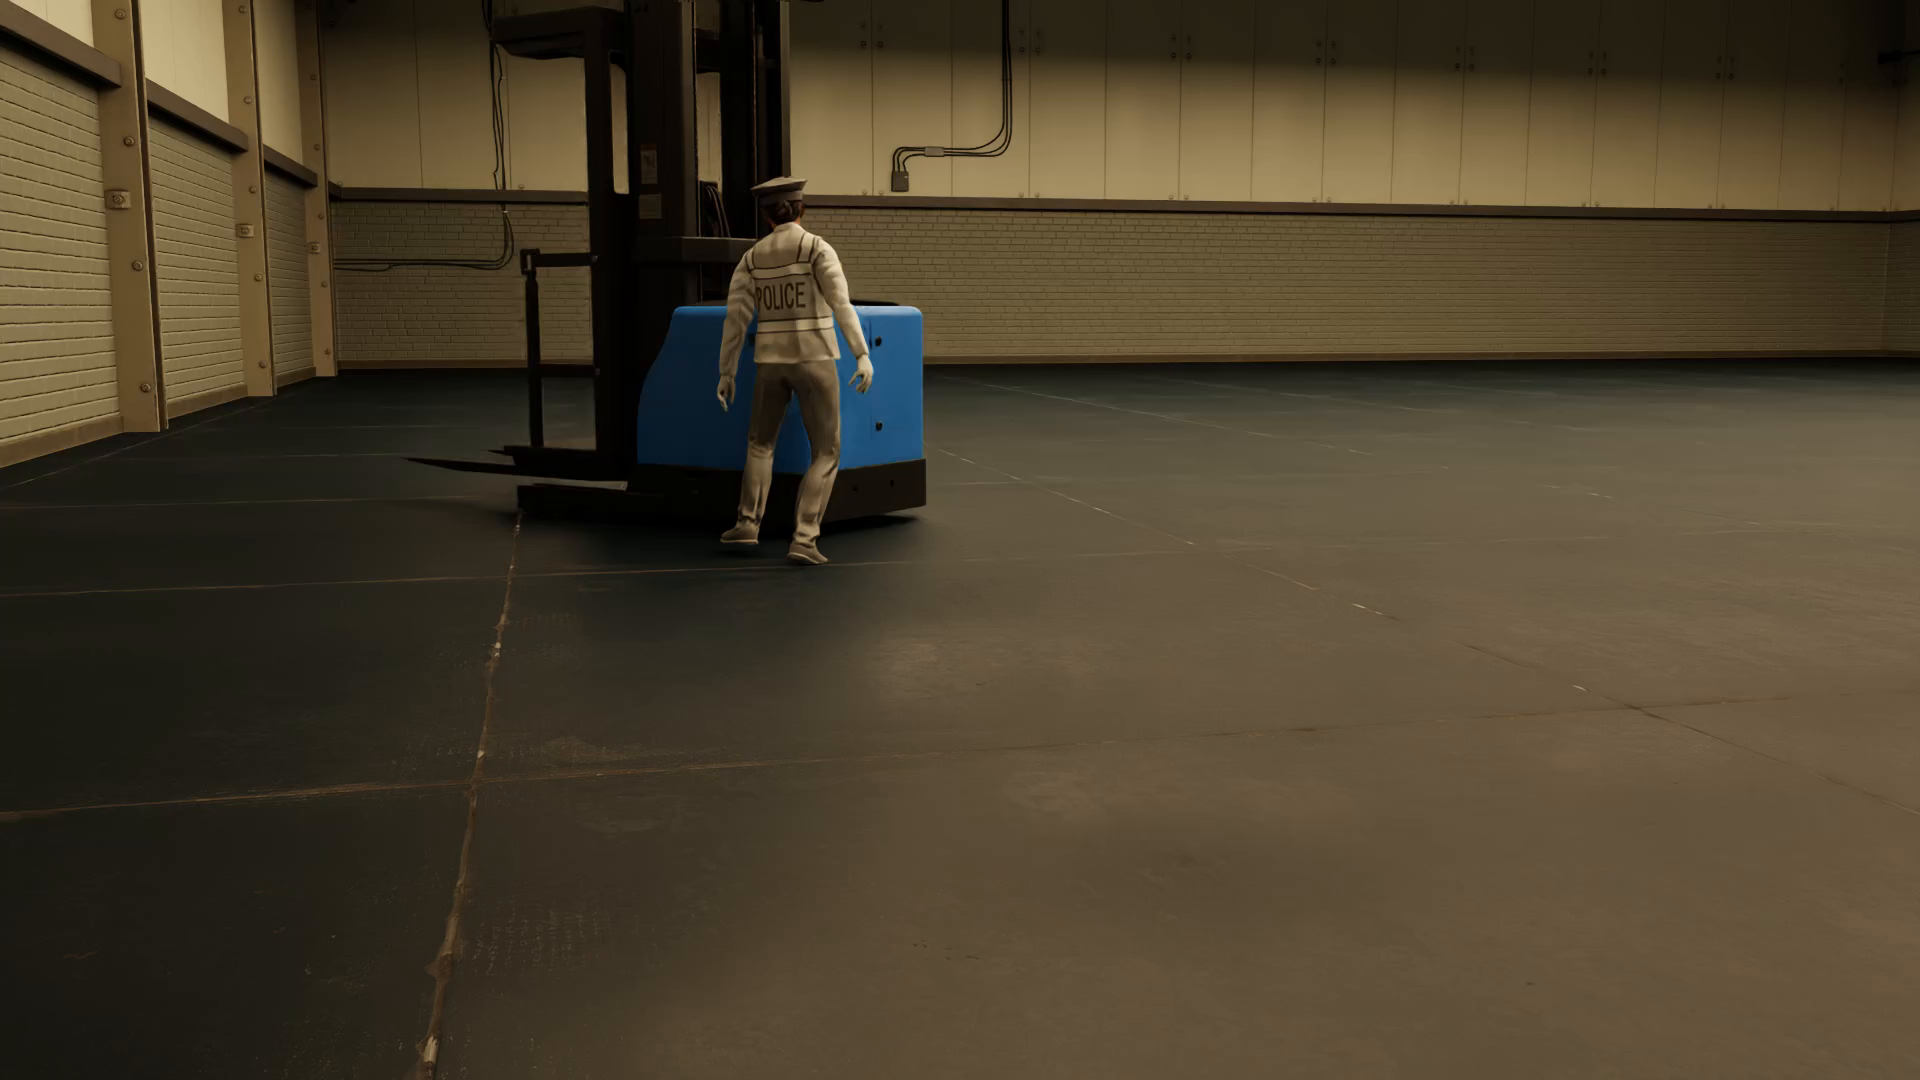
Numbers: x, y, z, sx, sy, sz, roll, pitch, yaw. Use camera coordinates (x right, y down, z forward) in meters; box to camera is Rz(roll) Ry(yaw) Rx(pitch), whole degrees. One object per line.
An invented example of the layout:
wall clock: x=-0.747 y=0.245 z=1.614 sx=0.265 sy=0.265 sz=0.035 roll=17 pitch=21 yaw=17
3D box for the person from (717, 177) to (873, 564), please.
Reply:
person: x=-0.716 y=-0.701 z=7.039 sx=0.812 sy=1.655 sz=0.449 roll=4 pitch=9 yaw=26

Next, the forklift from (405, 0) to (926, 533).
forklift: x=-1.686 y=-1.616 z=8.680 sx=3.031 sy=2.935 sz=1.130 roll=5 pitch=9 yaw=33
